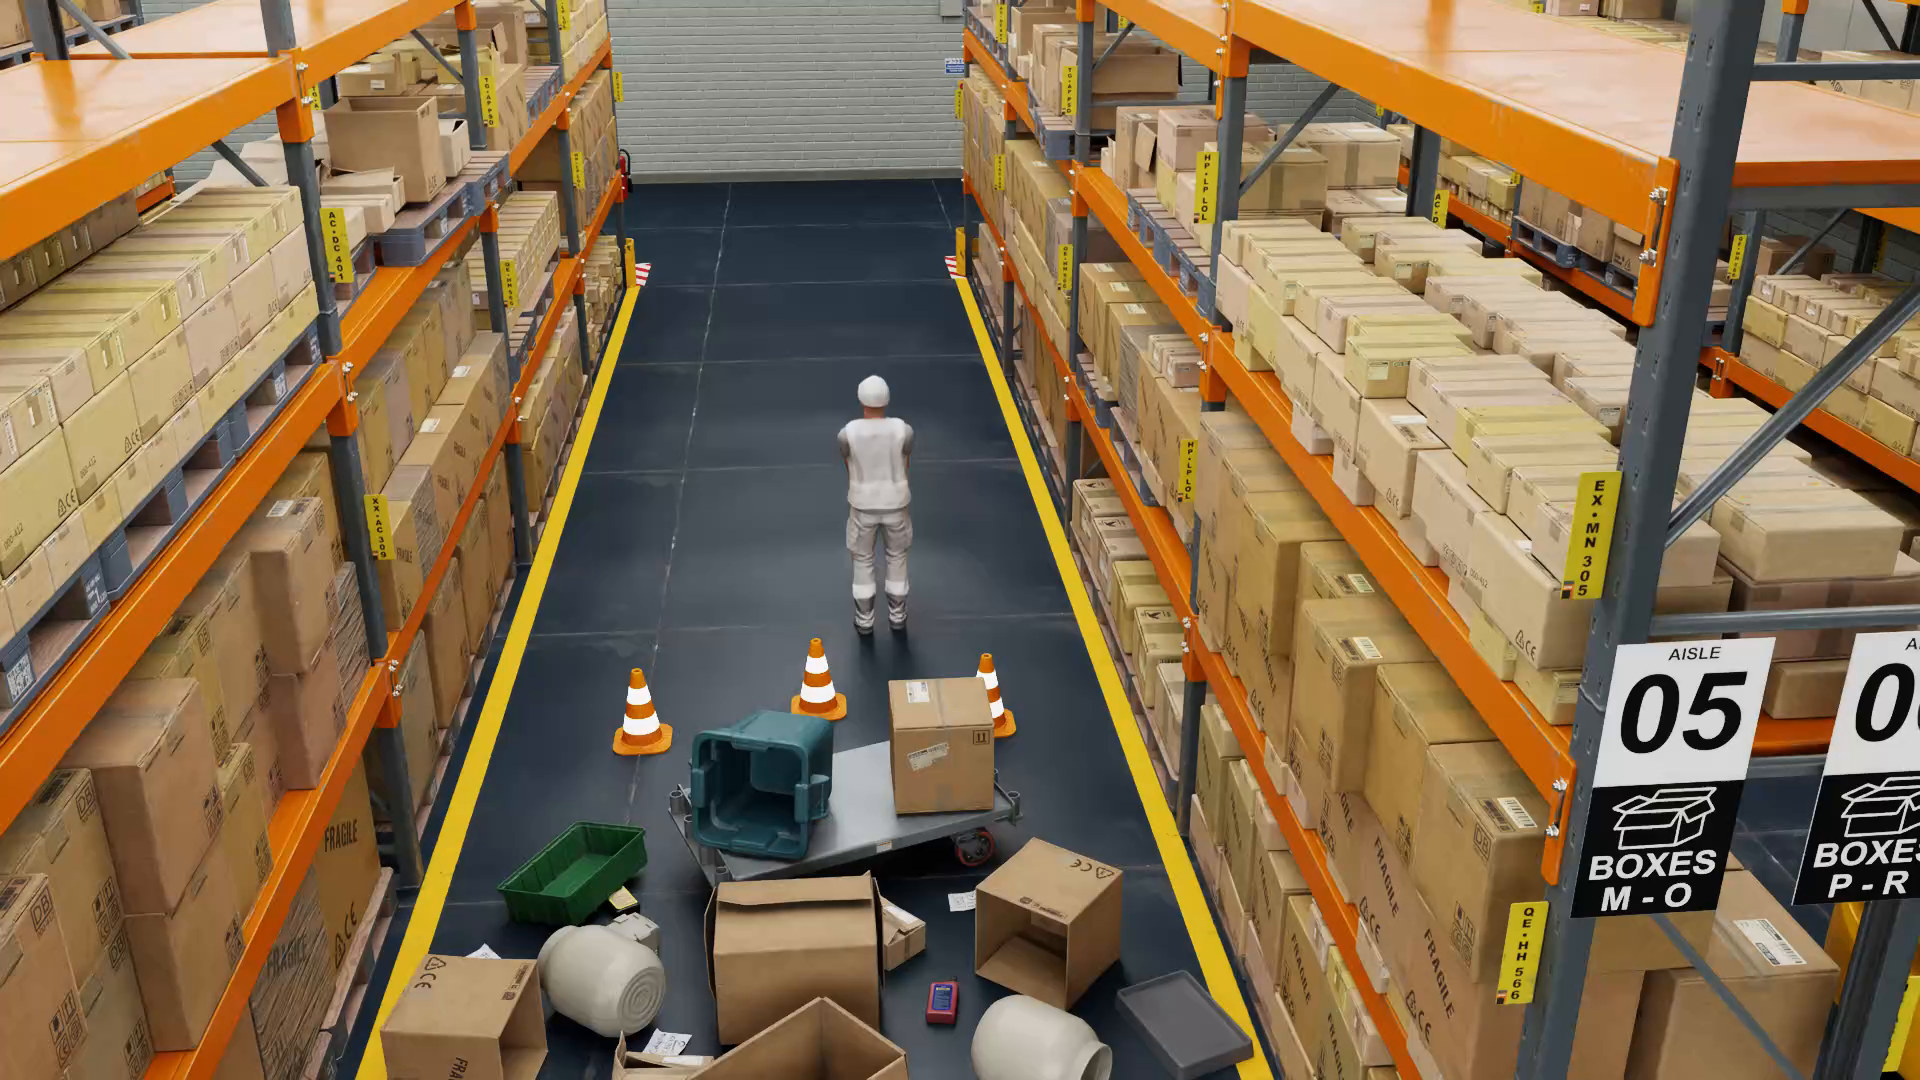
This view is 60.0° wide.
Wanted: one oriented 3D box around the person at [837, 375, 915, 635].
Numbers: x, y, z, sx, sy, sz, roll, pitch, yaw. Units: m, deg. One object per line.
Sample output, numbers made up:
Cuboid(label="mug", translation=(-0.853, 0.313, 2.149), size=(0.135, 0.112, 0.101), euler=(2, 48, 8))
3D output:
Cuboid(label="person", translation=(-0.547, -0.266, 10.914), size=(0.495, 1.785, 0.552), euler=(-2, 24, -5))
